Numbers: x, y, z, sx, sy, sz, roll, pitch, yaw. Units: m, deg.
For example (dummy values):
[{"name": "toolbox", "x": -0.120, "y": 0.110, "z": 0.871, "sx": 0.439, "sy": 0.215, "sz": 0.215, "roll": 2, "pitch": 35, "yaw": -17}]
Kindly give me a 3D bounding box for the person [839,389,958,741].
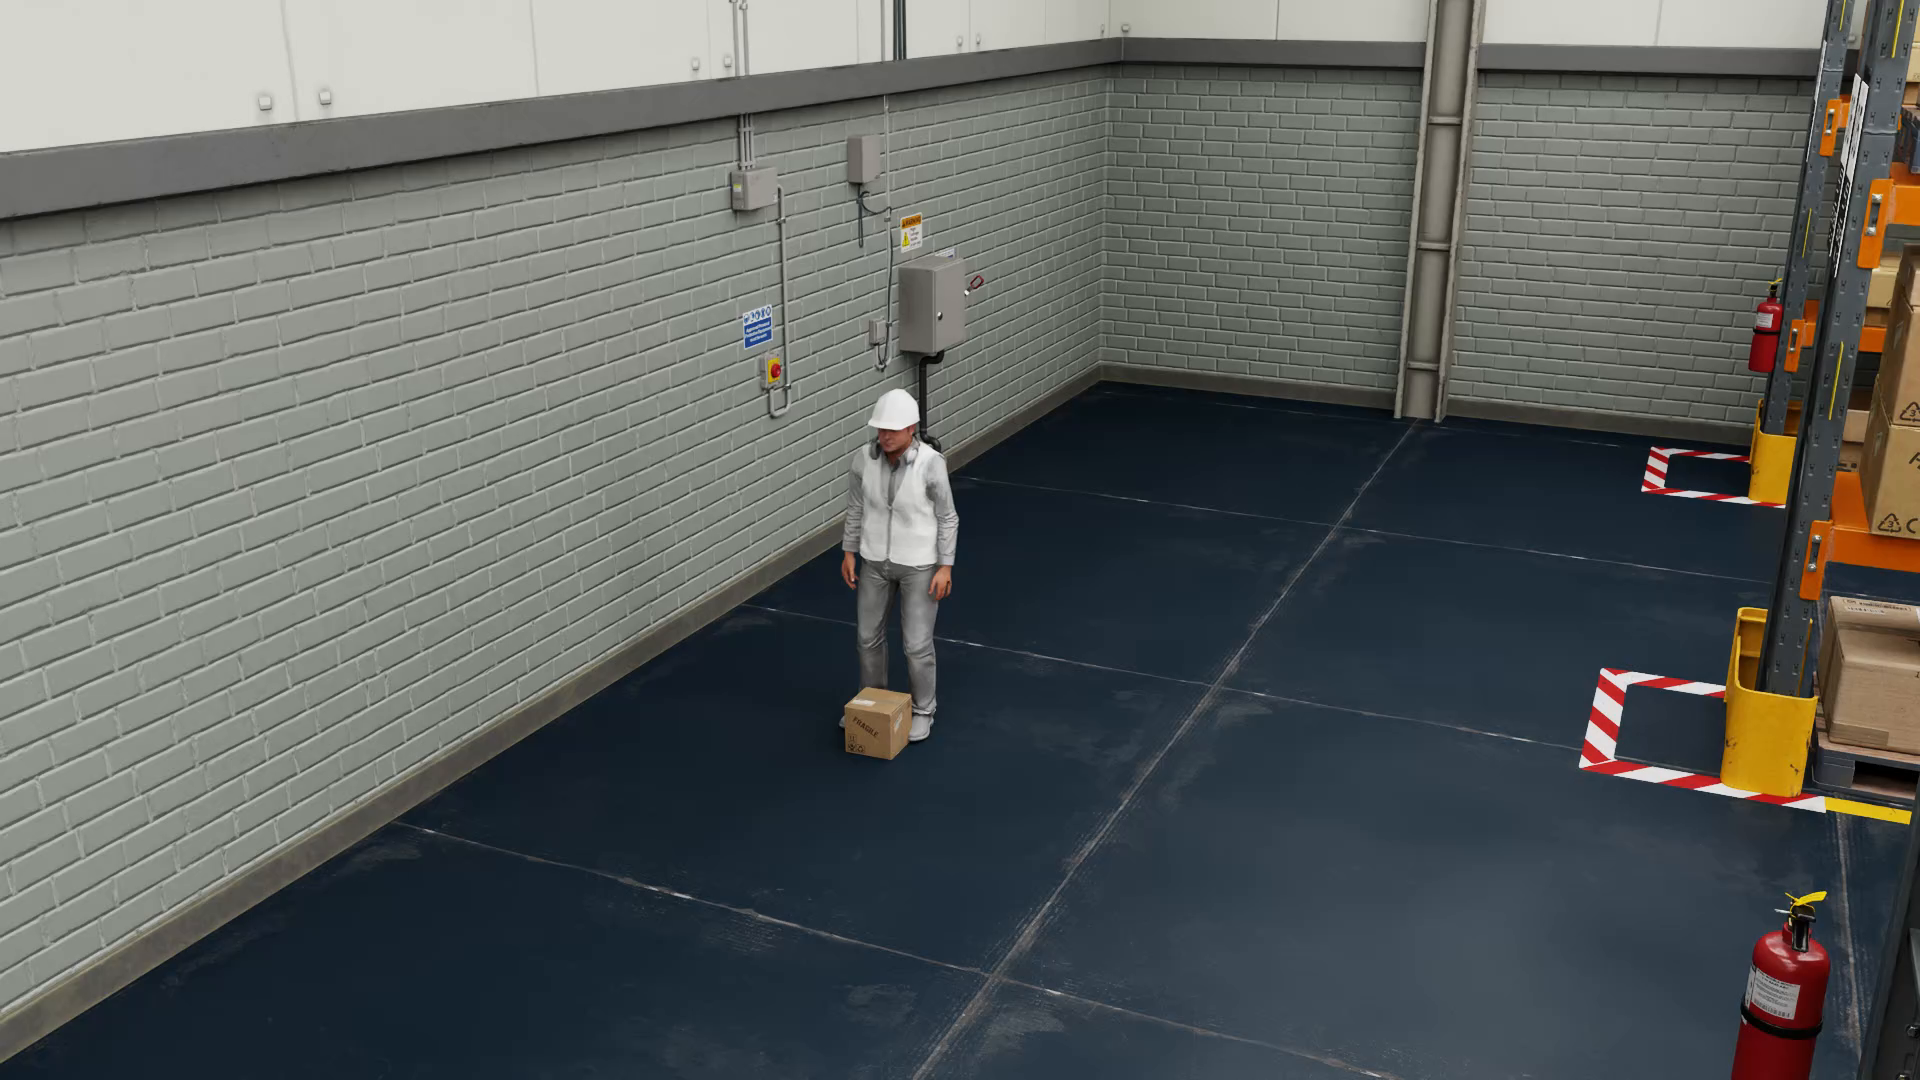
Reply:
[{"name": "person", "x": -0.300, "y": 0.110, "z": 8.200, "sx": 0.589, "sy": 1.772, "sz": 0.461, "roll": 8, "pitch": 20, "yaw": 21}]
